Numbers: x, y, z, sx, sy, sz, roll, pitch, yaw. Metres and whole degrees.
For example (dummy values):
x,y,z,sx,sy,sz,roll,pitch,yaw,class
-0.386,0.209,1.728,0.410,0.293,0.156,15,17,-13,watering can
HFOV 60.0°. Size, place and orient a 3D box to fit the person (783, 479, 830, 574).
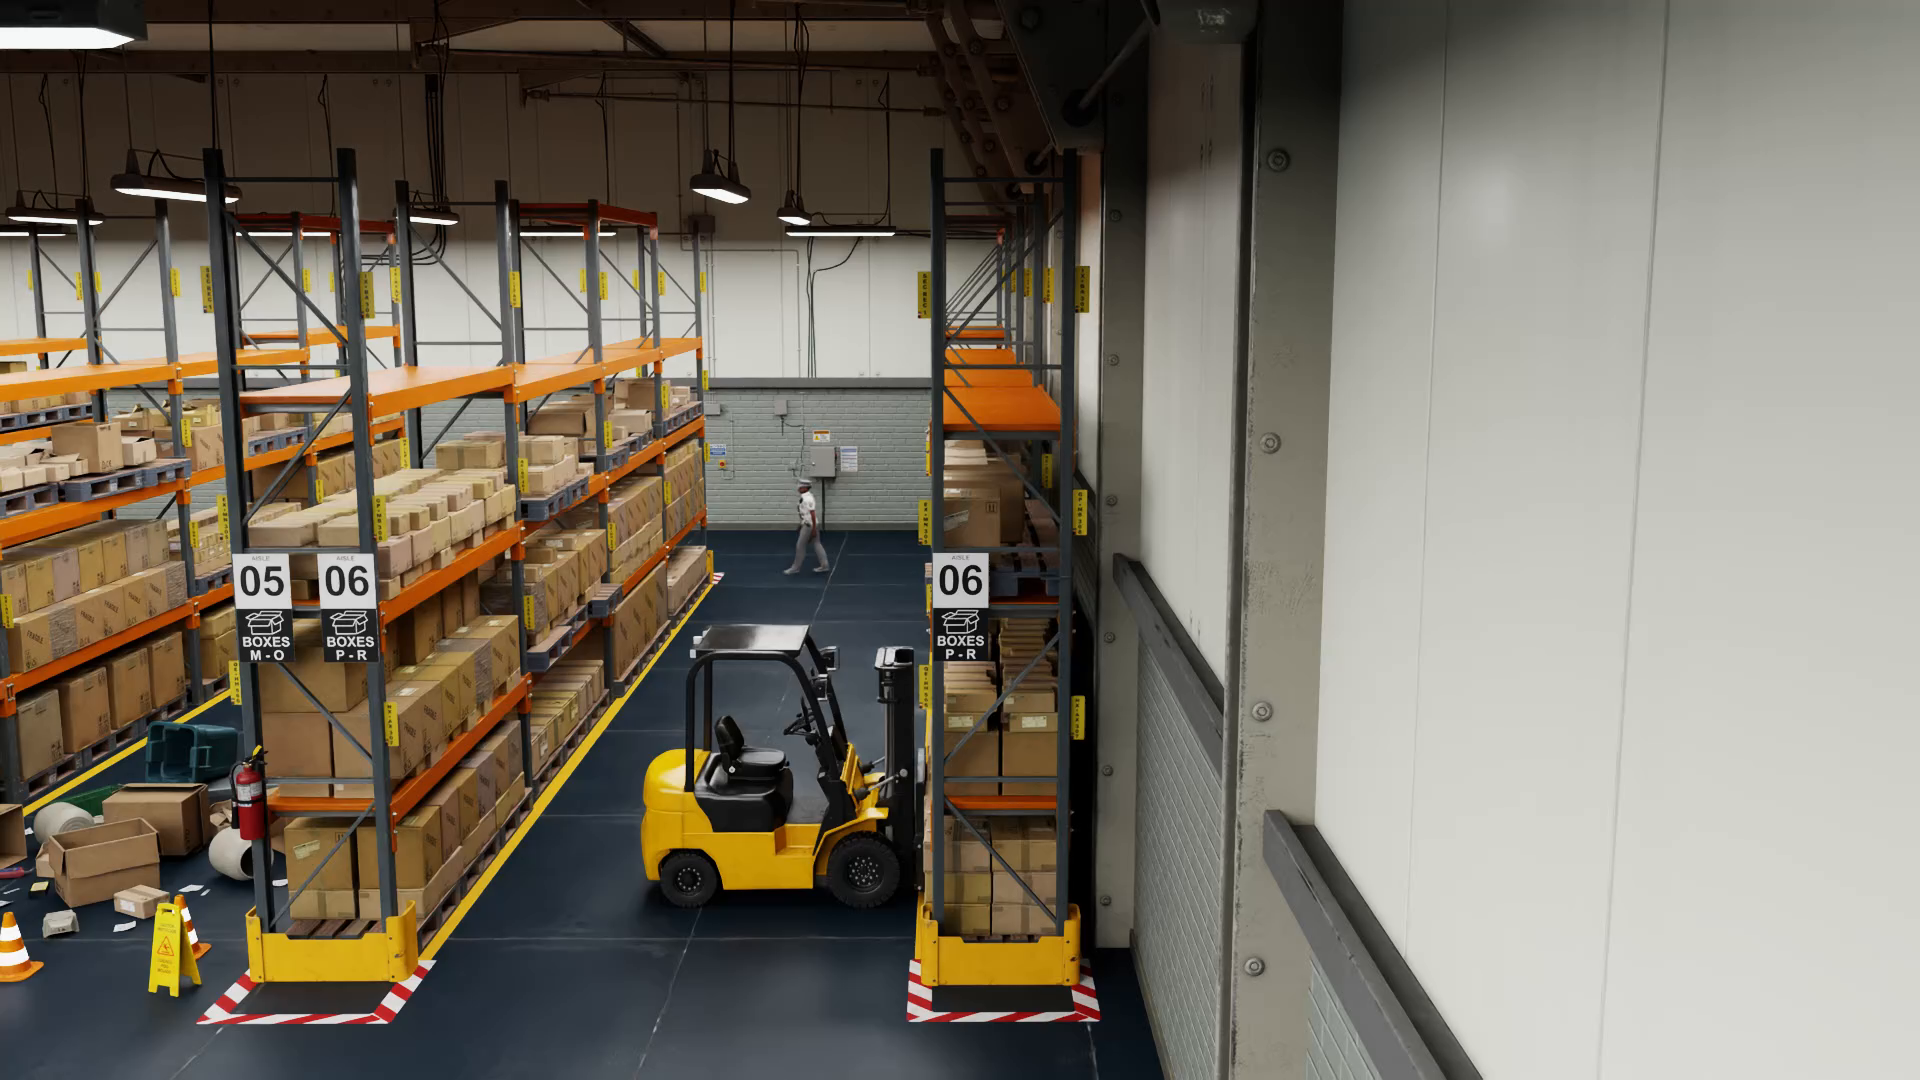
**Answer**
x,y,z,sx,sy,sz,roll,pitch,yaw,class
-2.662,-0.243,28.731,0.818,1.630,0.505,-1,9,-4,person
